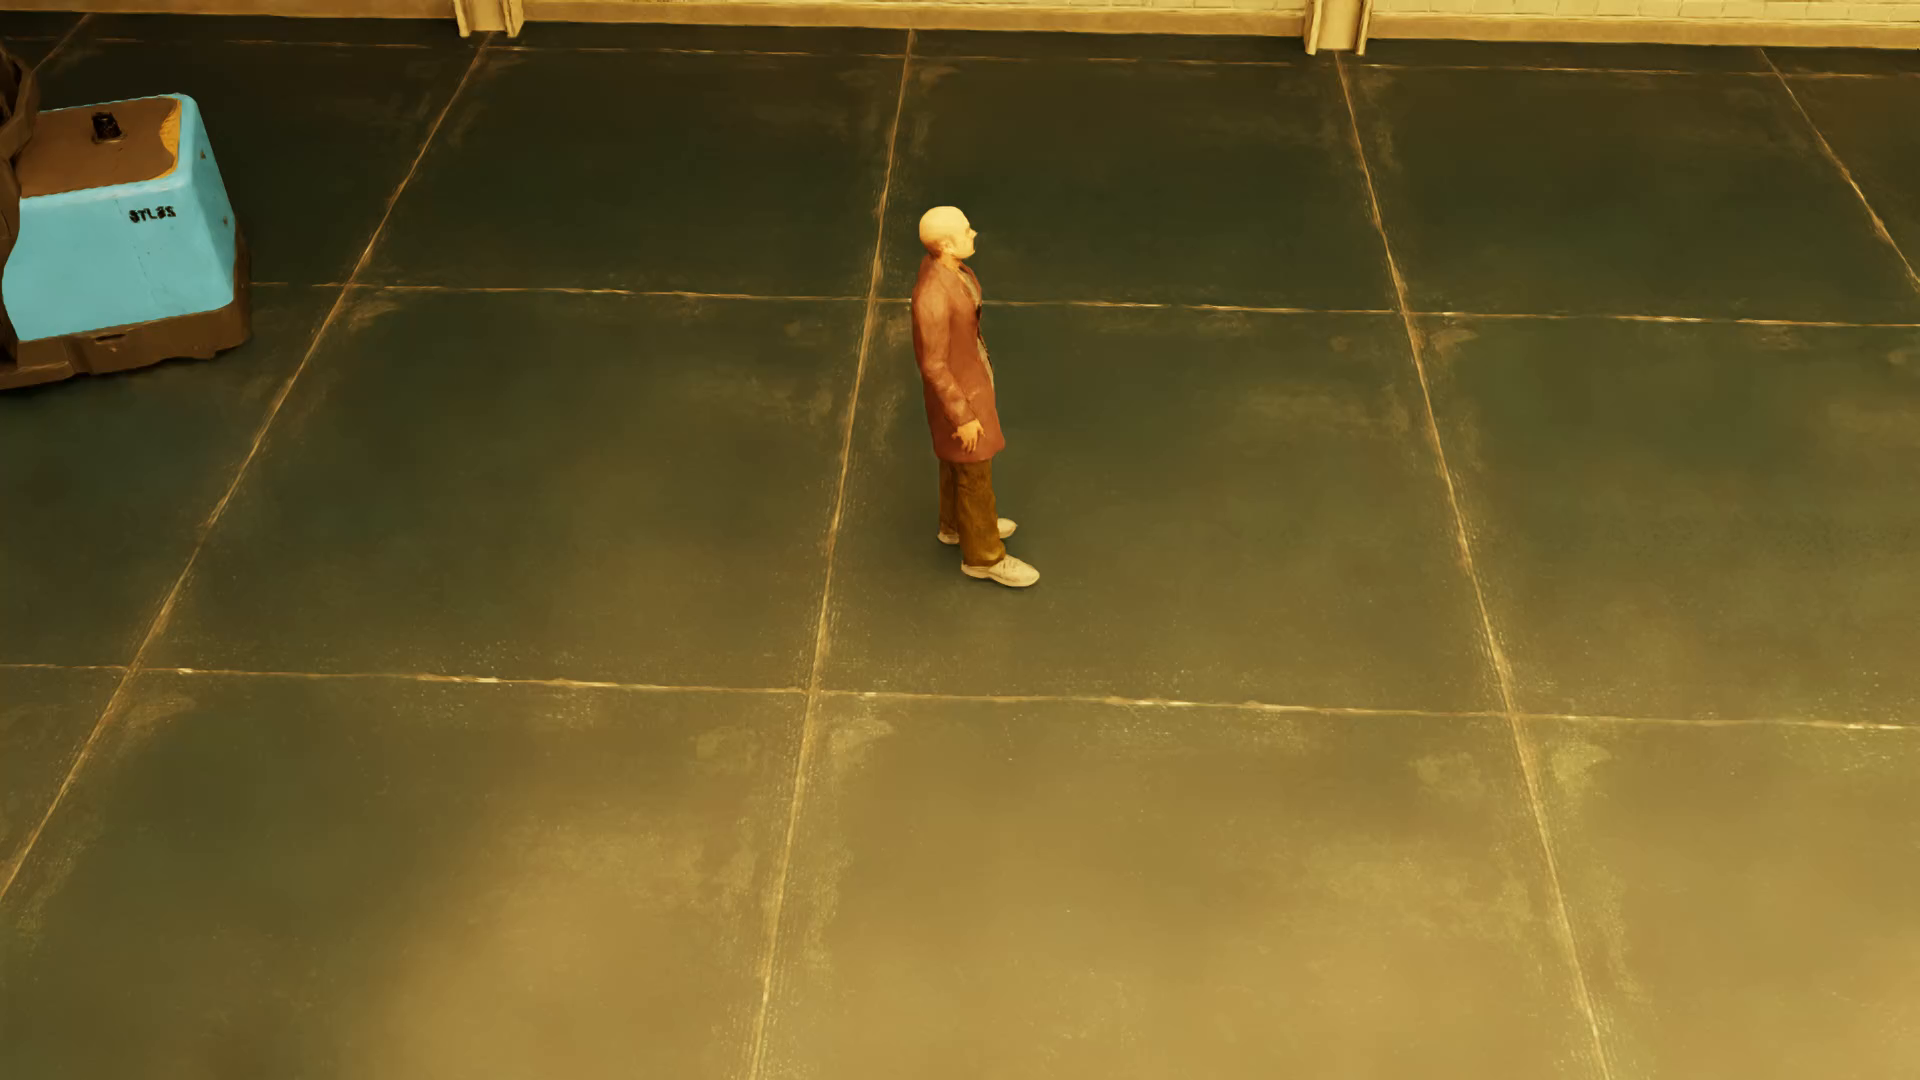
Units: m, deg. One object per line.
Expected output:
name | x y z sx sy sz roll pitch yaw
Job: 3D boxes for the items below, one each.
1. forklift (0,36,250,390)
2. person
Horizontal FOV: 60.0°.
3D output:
forklift | -5.433 -2.113 8.057 3.031 2.935 1.130 -12 44 -13
person | 0.091 -0.656 7.306 0.580 1.776 0.694 2 42 2
